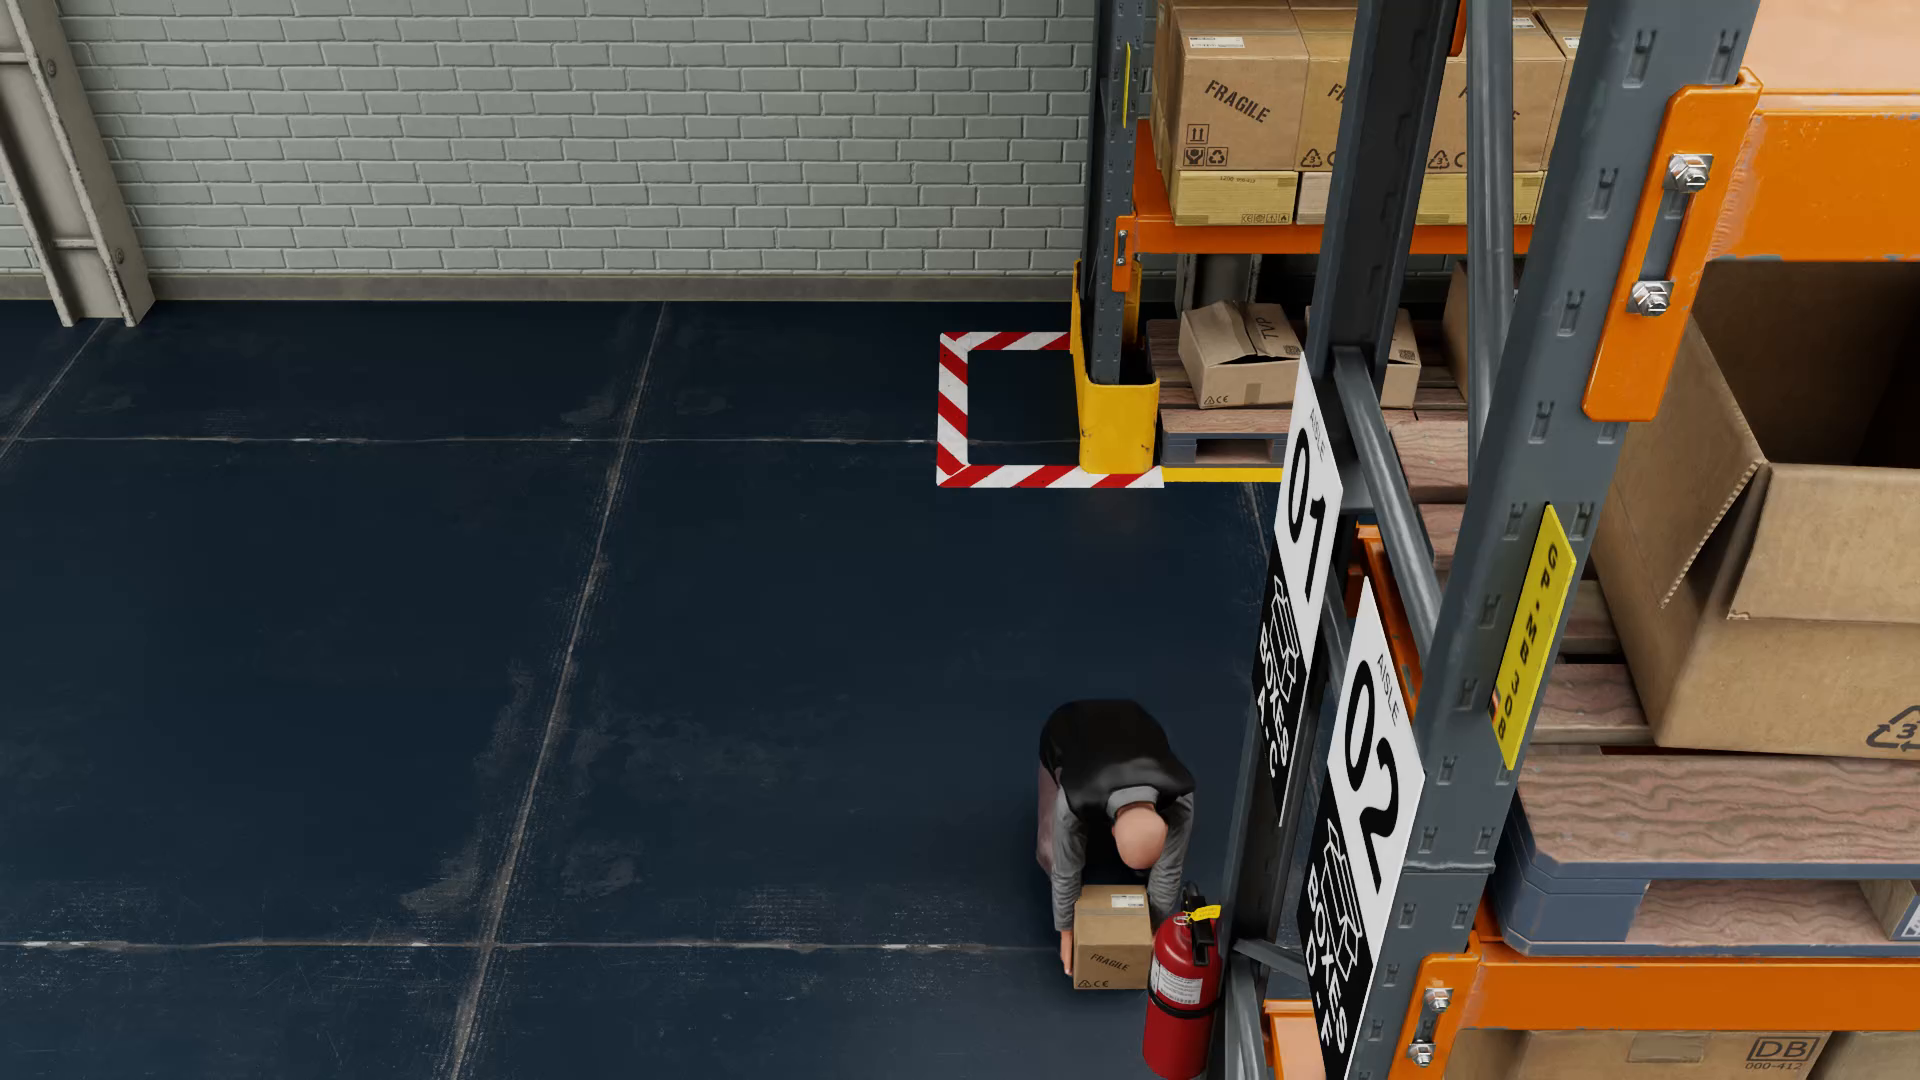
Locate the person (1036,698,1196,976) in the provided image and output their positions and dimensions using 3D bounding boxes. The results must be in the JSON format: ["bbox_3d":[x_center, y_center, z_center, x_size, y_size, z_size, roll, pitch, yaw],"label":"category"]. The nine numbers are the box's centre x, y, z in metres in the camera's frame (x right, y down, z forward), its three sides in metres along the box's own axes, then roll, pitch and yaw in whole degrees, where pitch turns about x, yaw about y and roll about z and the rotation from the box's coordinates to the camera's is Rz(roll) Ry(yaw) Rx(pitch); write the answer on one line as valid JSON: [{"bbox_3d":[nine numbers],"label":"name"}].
[{"bbox_3d":[0.525,0.973,5.784,0.528,0.825,0.898,0,39,0],"label":"person"}]
